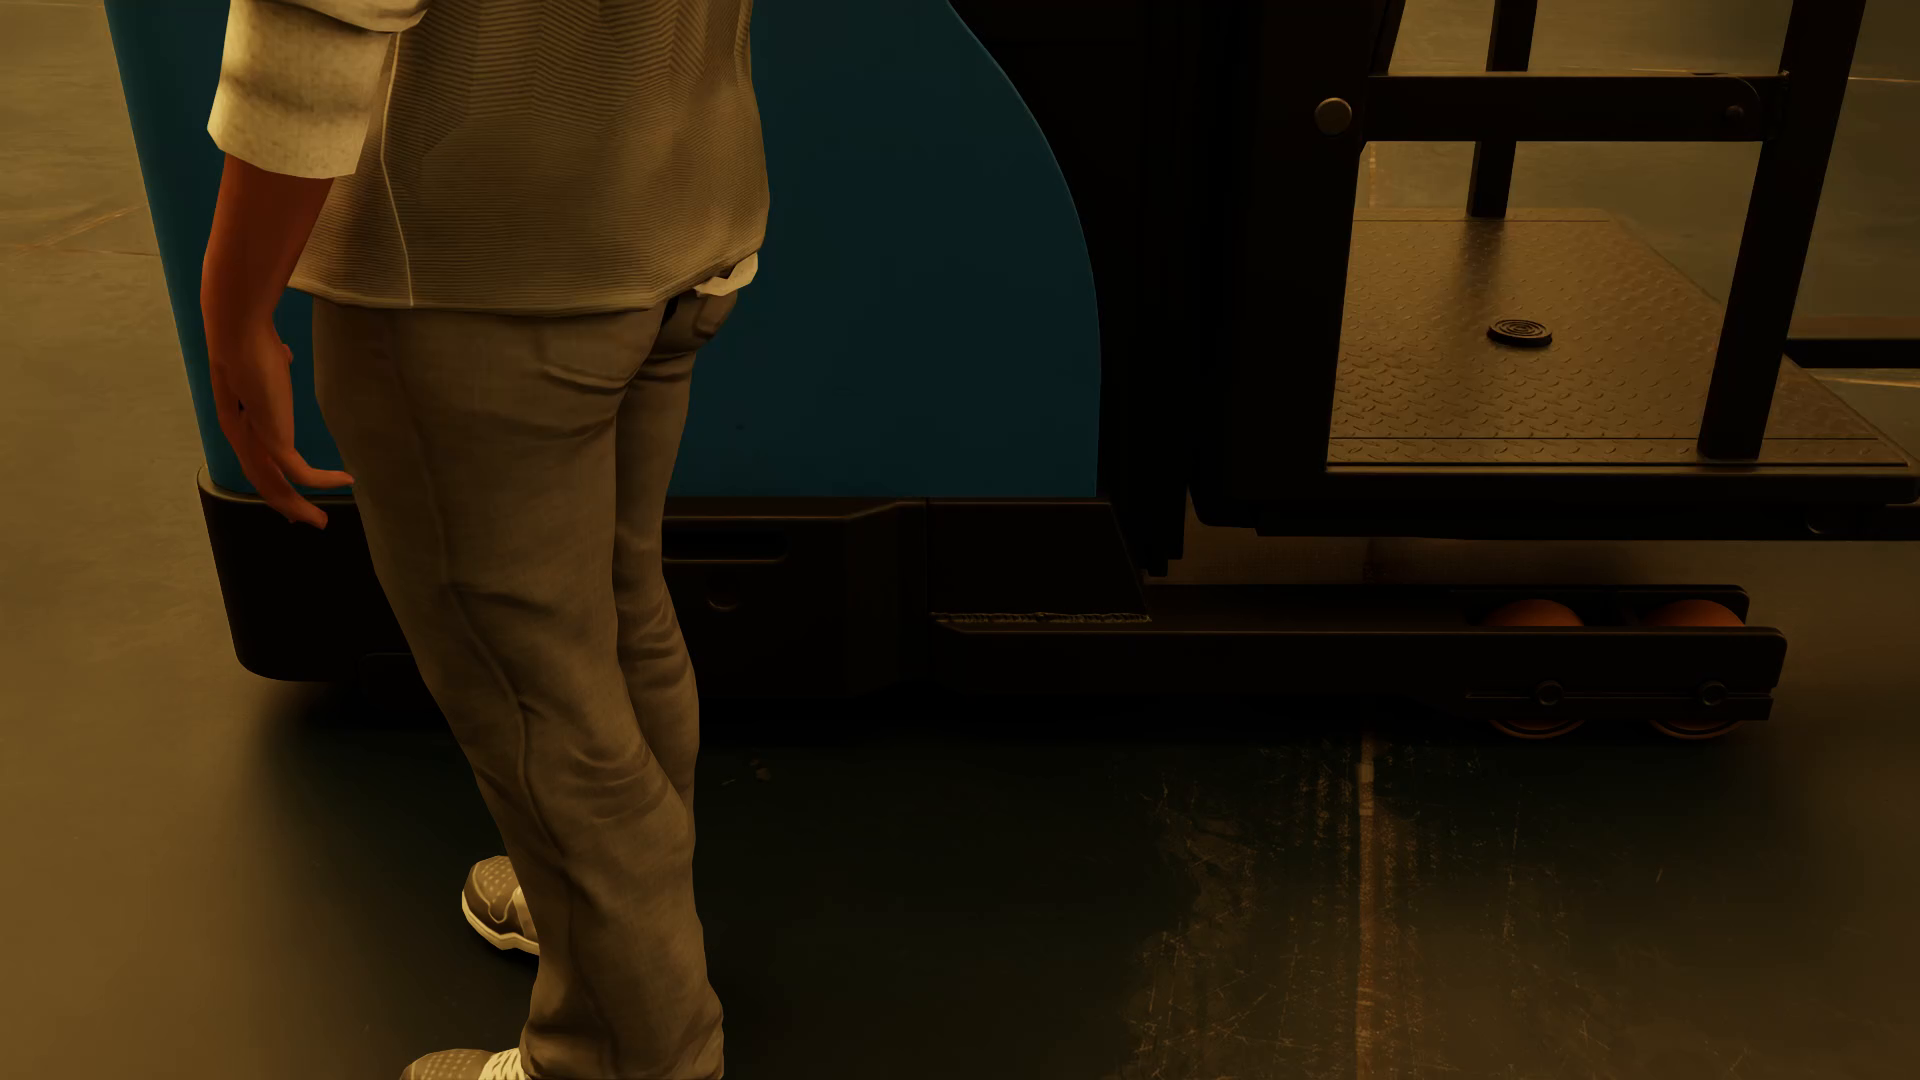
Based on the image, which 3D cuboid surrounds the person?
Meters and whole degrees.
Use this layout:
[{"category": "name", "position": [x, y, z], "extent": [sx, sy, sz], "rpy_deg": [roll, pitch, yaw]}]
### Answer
[{"category": "person", "position": [-0.351, -0.206, 1.120], "extent": [0.476, 1.596, 0.520], "rpy_deg": [8, 28, 16]}]

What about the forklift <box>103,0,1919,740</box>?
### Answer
[{"category": "forklift", "position": [0.611, -1.307, 1.838], "extent": [3.031, 2.935, 1.130], "rpy_deg": [0, 27, 0]}]
